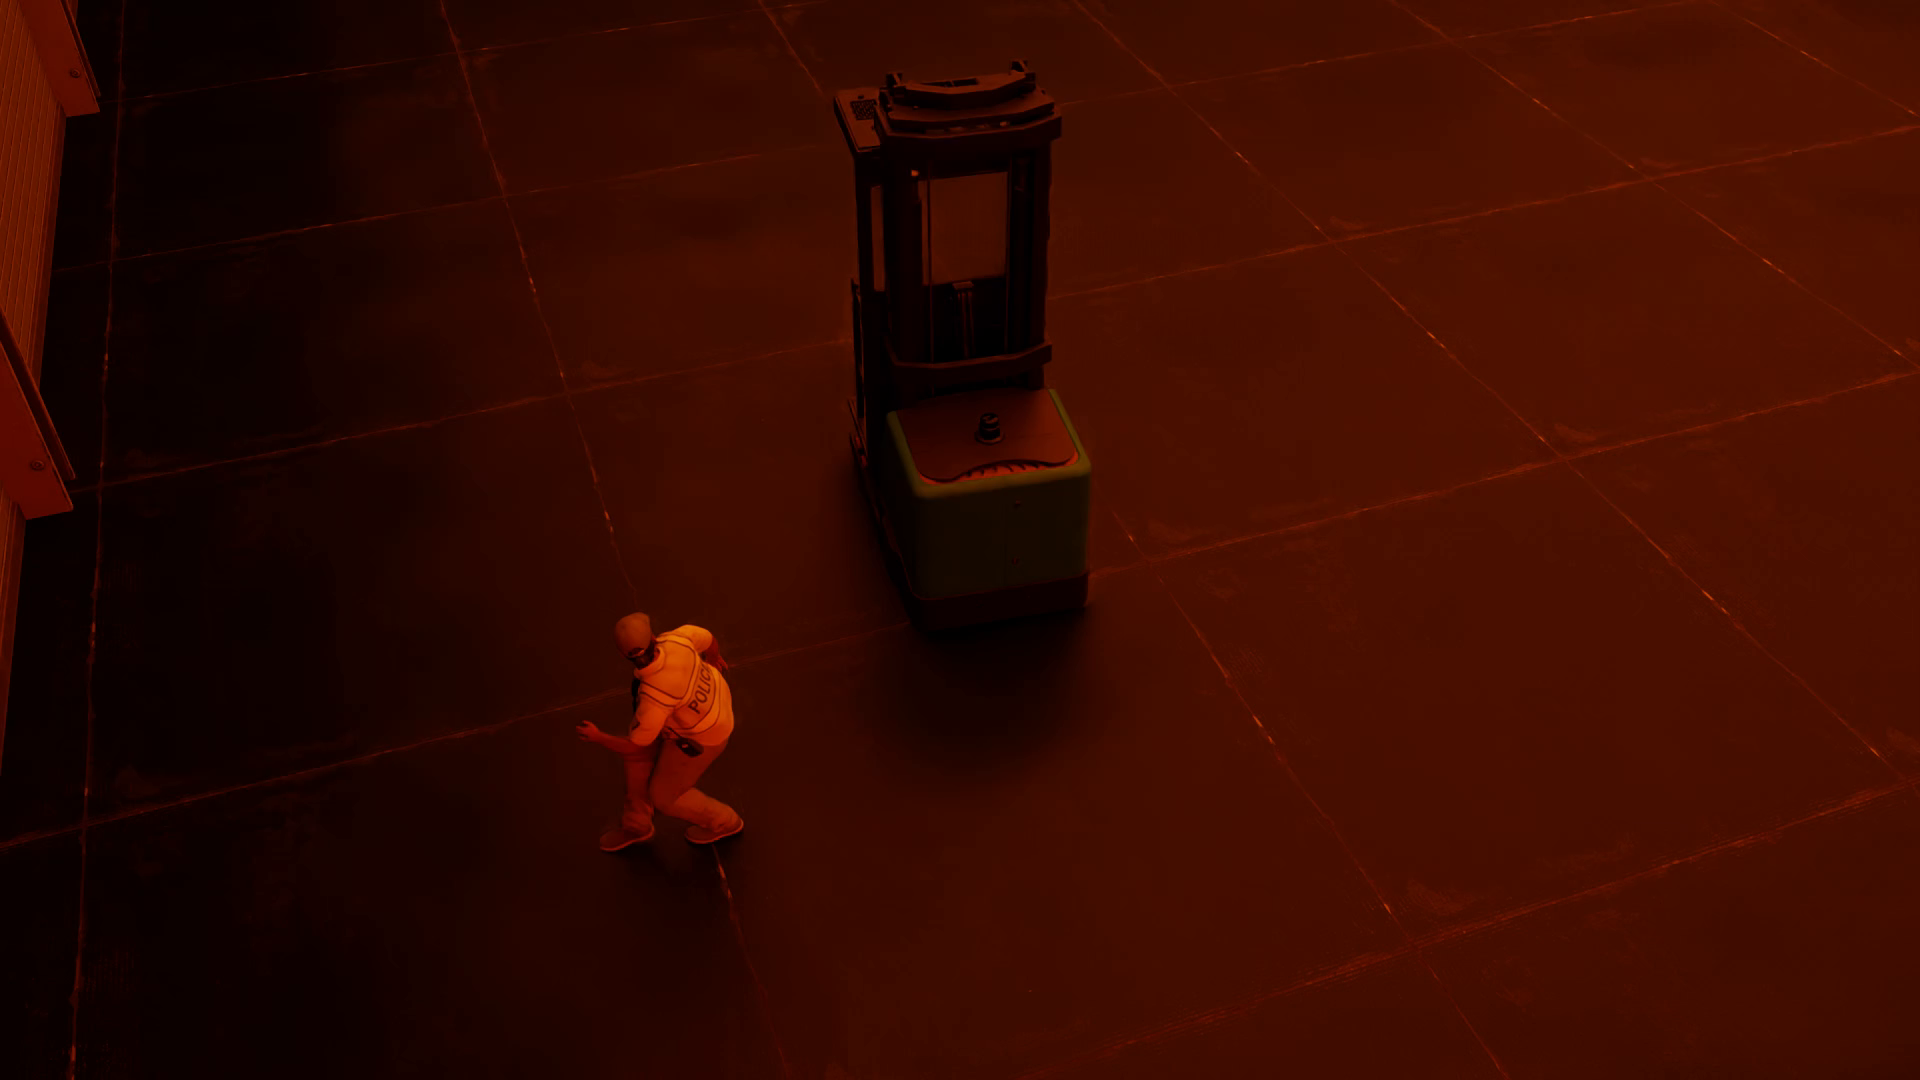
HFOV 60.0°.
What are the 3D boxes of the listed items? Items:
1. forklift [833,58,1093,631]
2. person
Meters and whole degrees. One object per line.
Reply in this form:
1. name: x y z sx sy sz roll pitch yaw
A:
1. forklift: -0.092 -1.555 9.849 1.130 2.935 3.031 -9 41 -10
2. person: -1.477 0.871 8.085 0.755 1.514 0.706 -4 40 -5
